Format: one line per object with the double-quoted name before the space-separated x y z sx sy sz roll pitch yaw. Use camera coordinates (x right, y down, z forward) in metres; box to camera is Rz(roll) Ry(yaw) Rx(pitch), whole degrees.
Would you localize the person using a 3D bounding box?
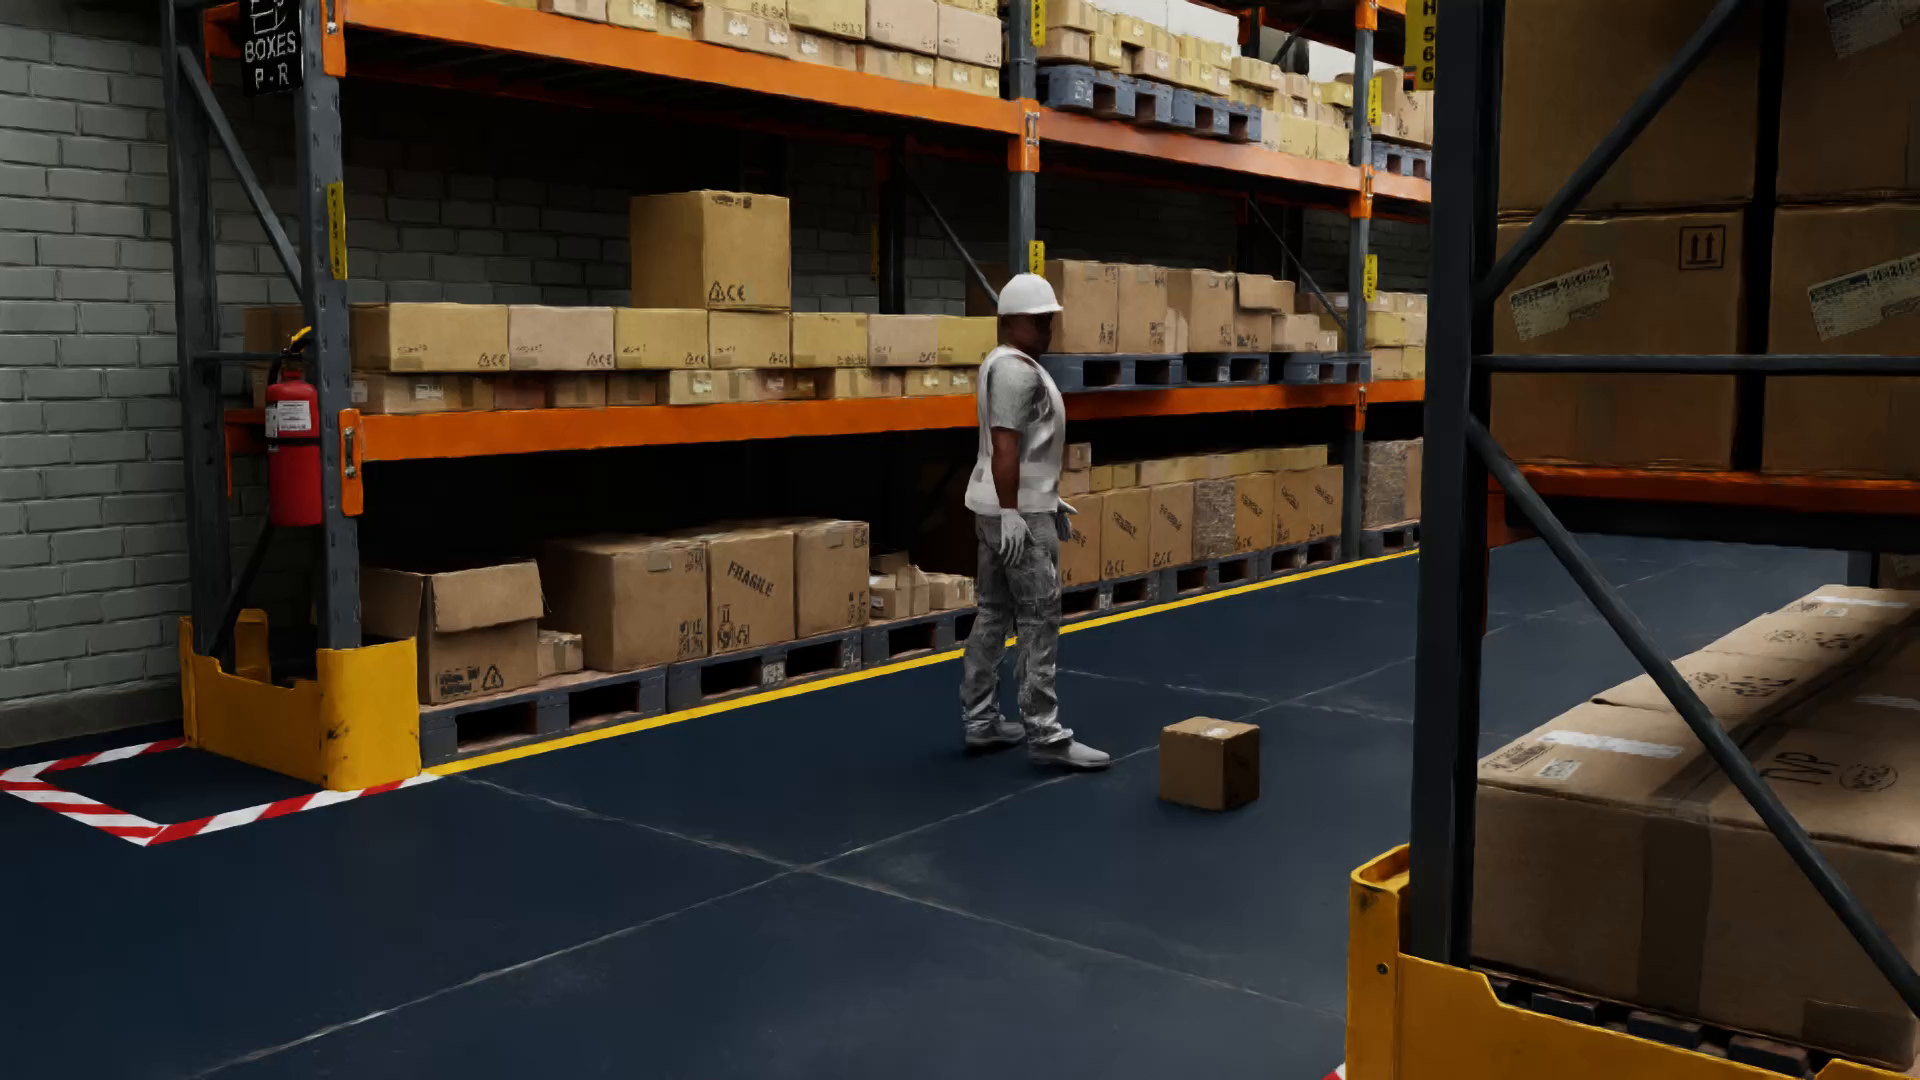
"person" 0.266 -0.088 6.209 0.505 1.796 0.593 -1 7 -9
